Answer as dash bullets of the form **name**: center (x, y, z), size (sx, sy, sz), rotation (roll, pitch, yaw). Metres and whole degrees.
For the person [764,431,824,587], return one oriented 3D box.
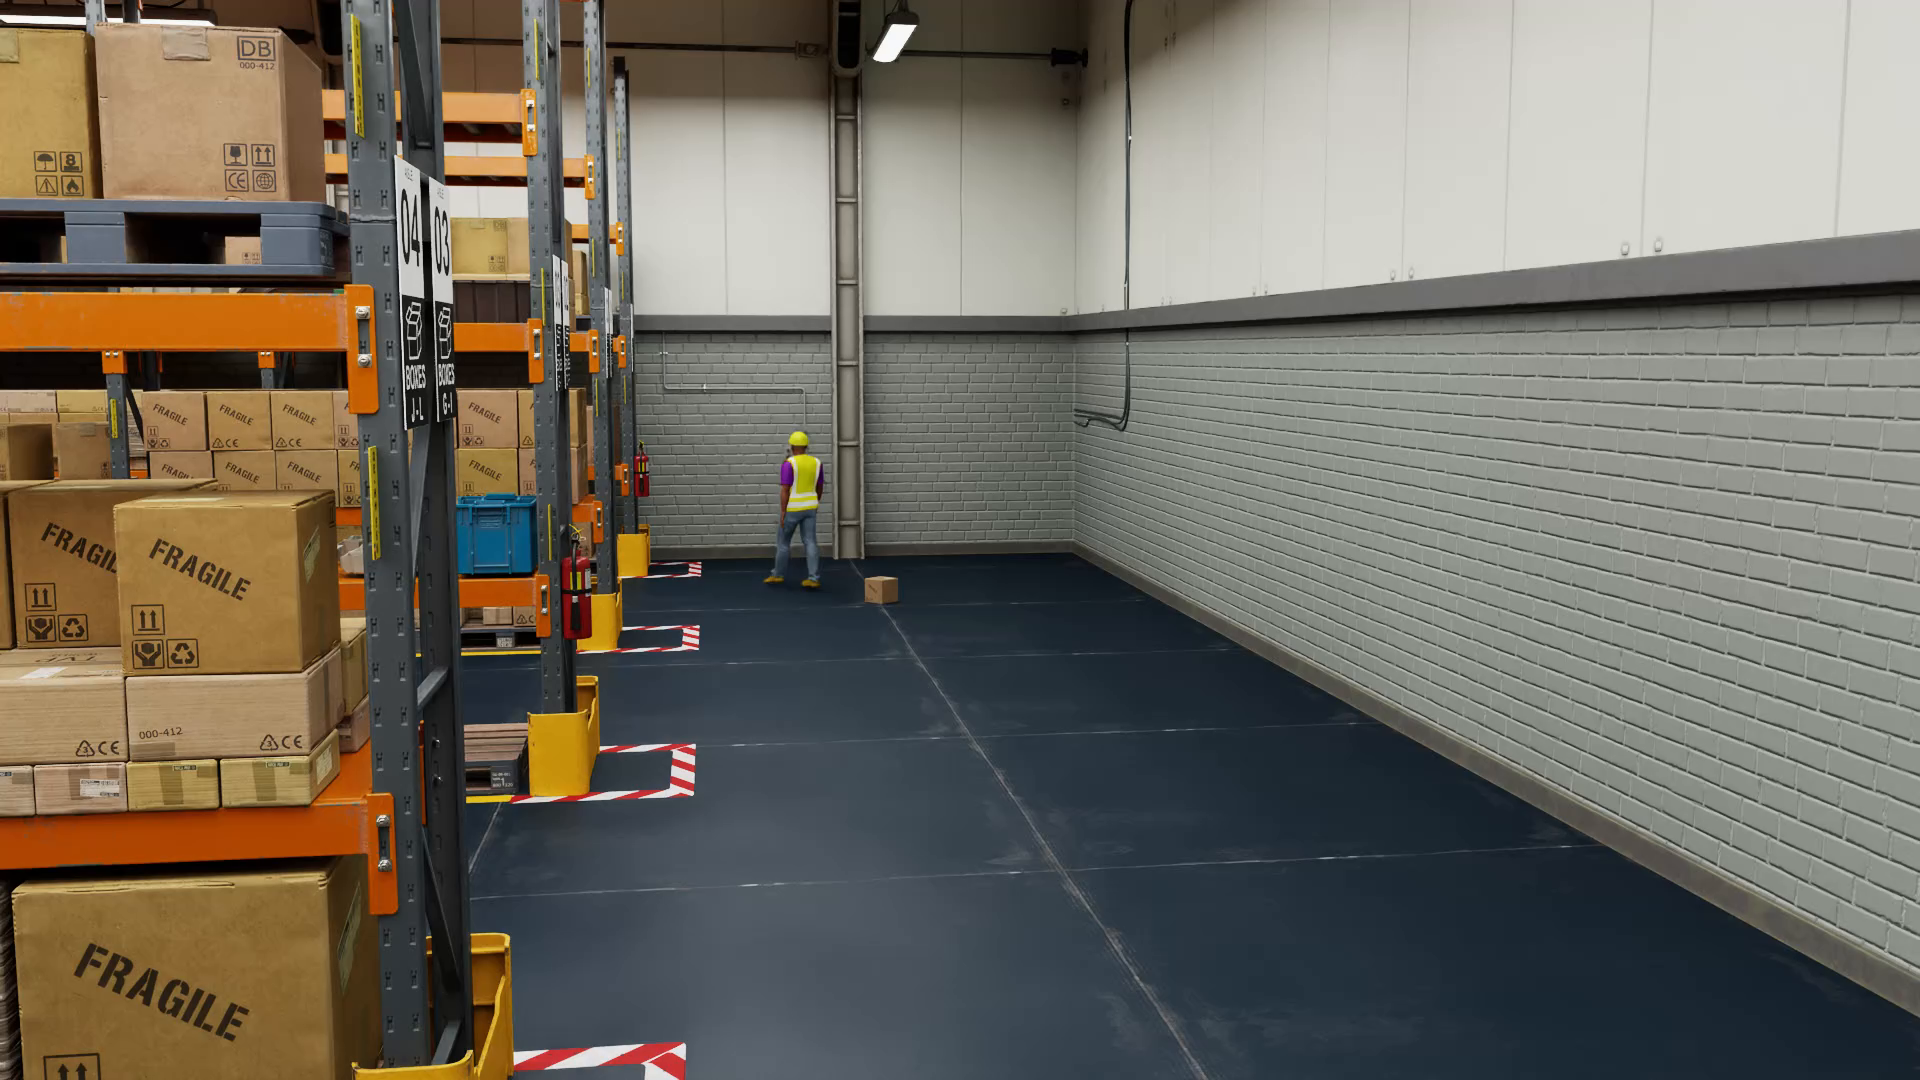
- **person**: center (-1.834, -0.356, 18.621), size (0.626, 1.737, 0.918), rotation (-4, 8, -33)
